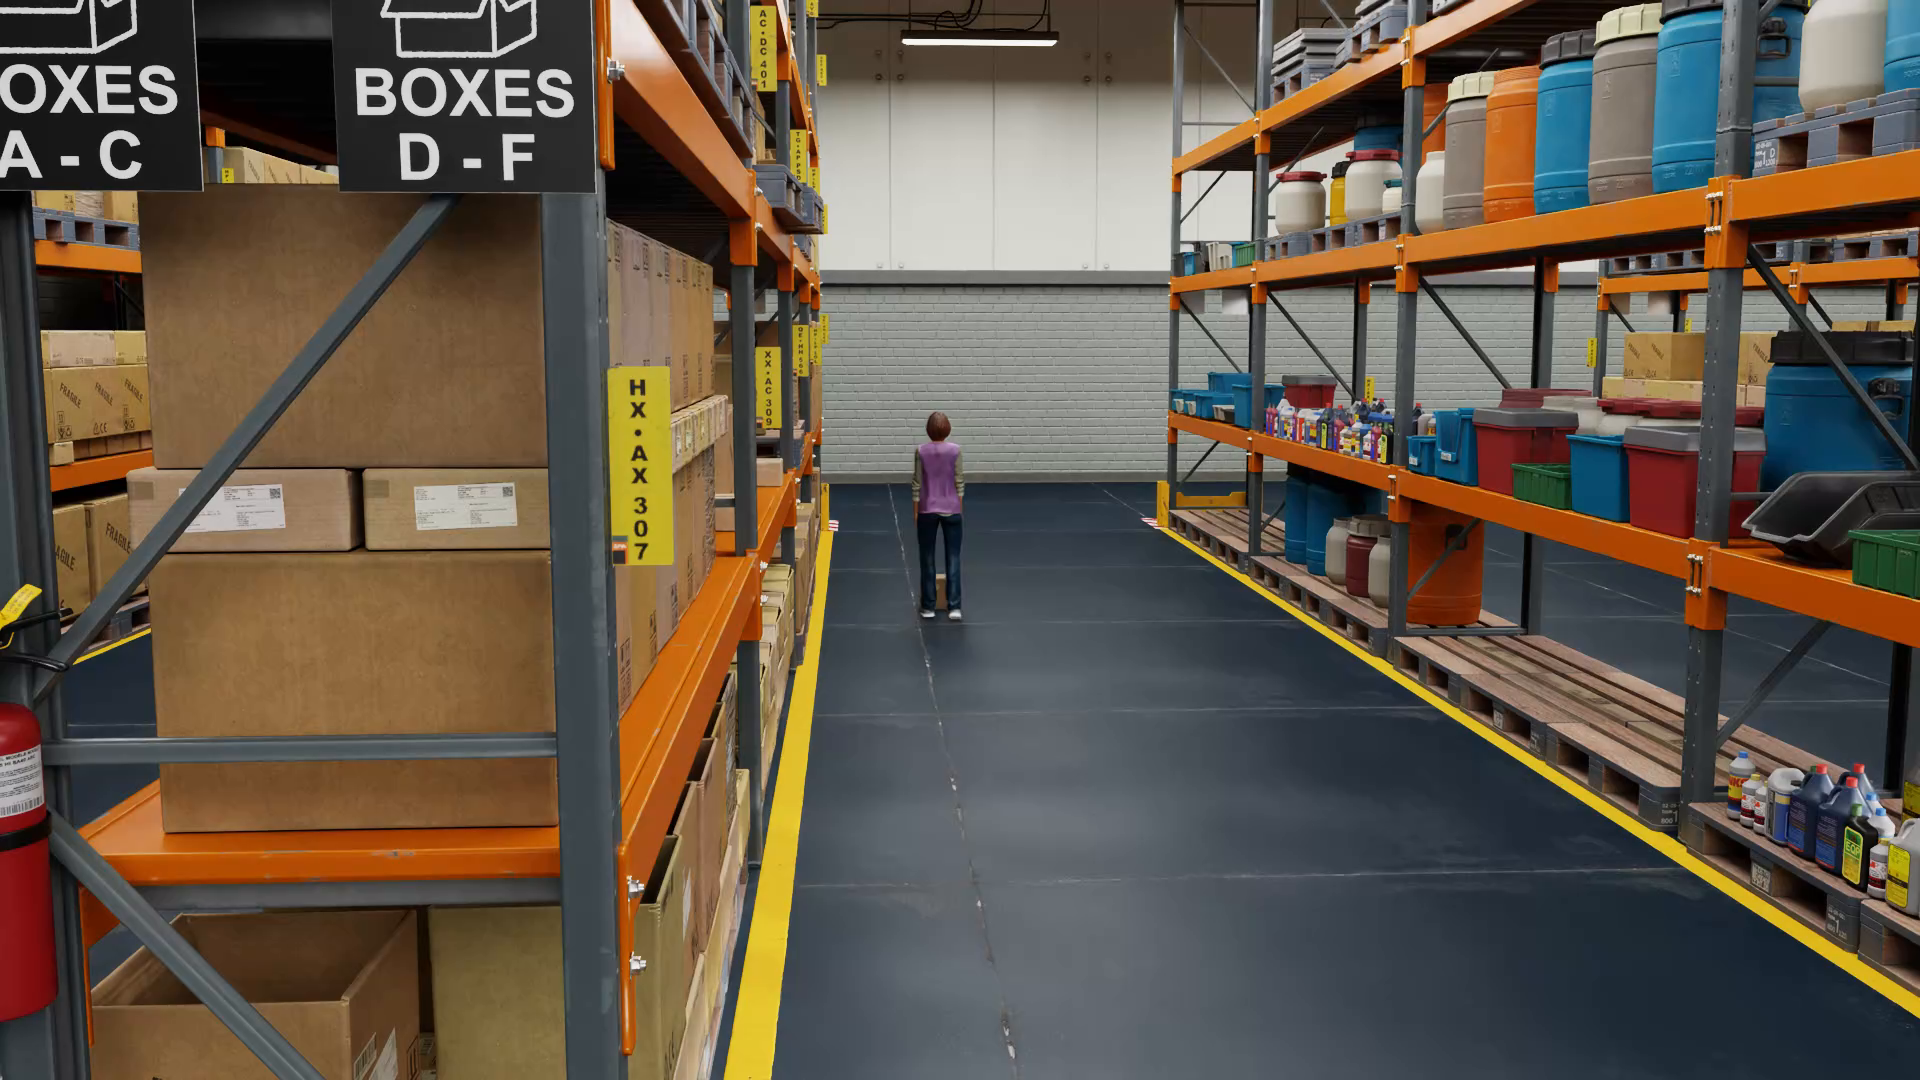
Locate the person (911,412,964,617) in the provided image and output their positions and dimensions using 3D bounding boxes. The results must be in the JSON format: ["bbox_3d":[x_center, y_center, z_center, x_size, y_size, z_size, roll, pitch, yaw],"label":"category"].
[{"bbox_3d":[-0.174,-0.181,12.850,0.406,1.614,0.313,0,7,-2],"label":"person"}]
